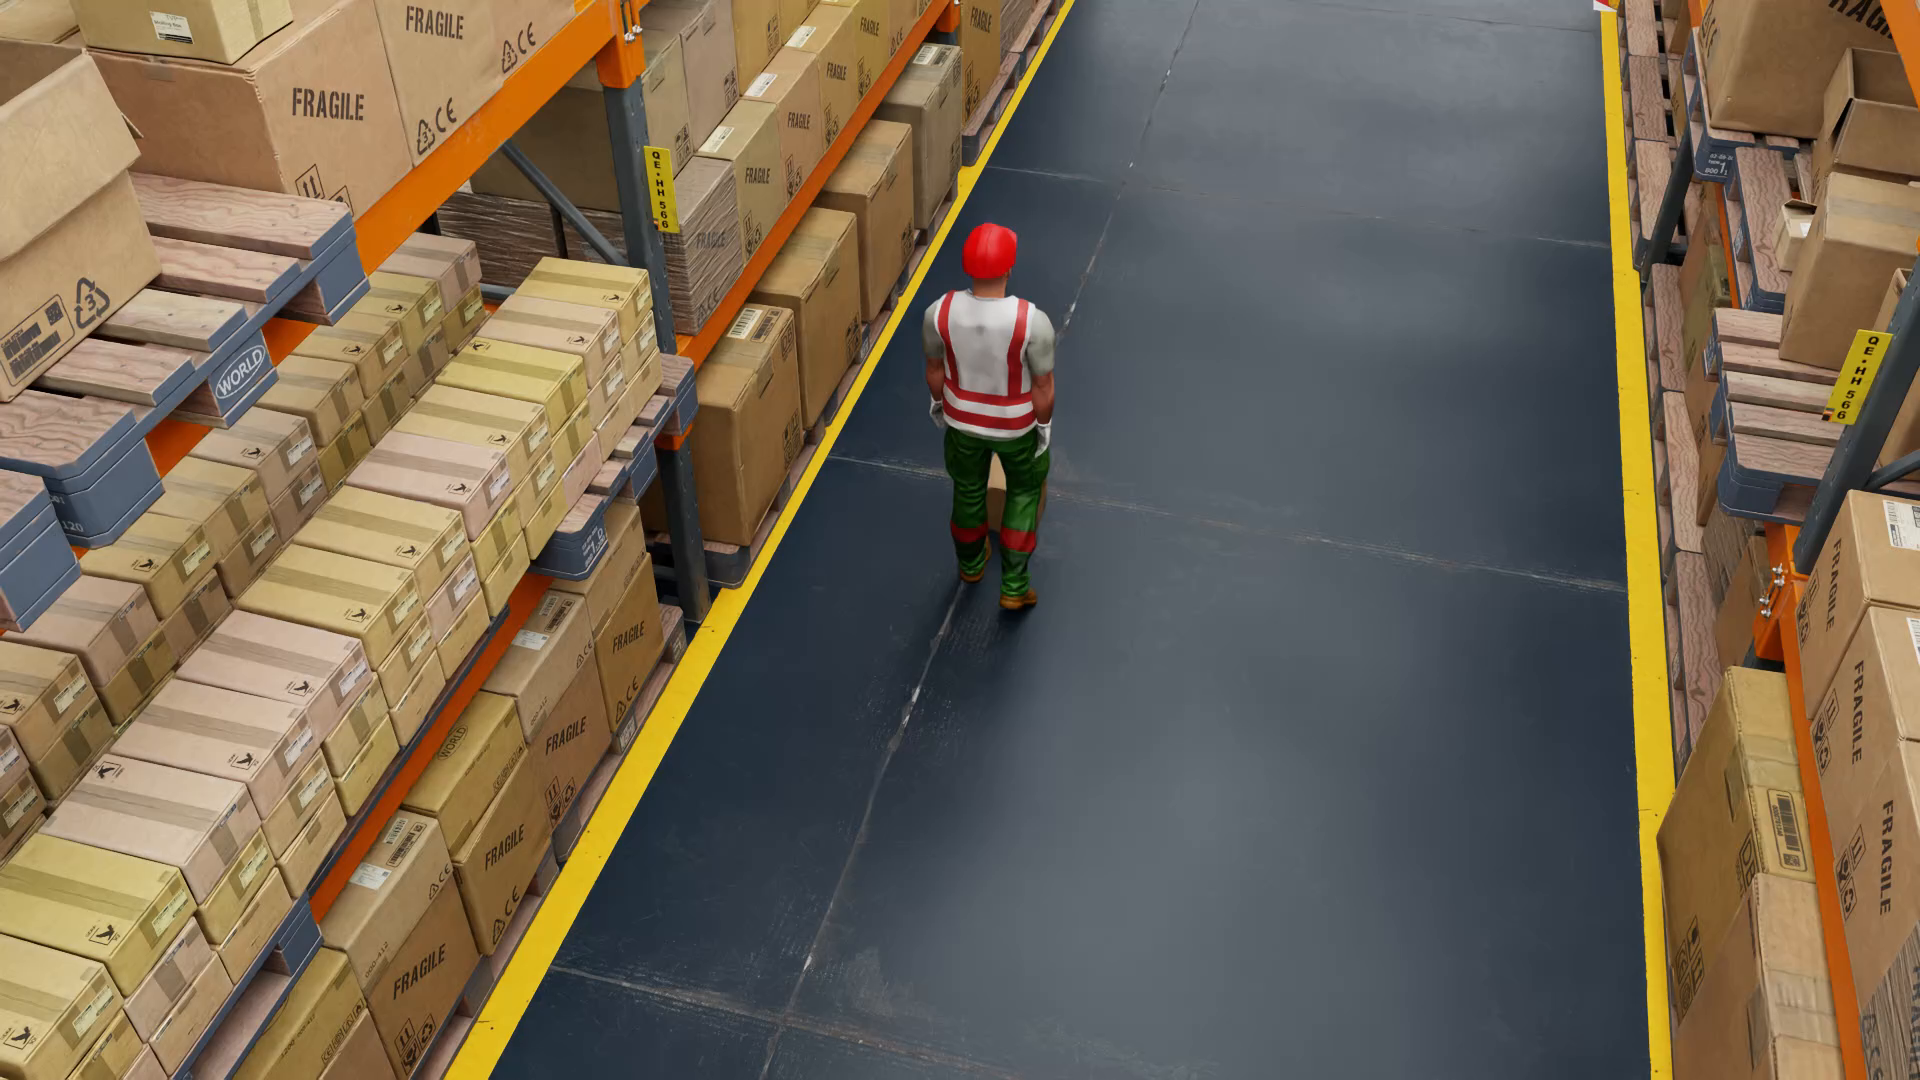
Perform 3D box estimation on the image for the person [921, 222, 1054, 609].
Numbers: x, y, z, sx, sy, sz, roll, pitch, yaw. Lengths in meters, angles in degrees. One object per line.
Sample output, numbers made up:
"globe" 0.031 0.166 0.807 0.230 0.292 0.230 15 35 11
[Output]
"person" 0.118 -0.485 6.718 0.524 1.803 0.345 10 42 12
